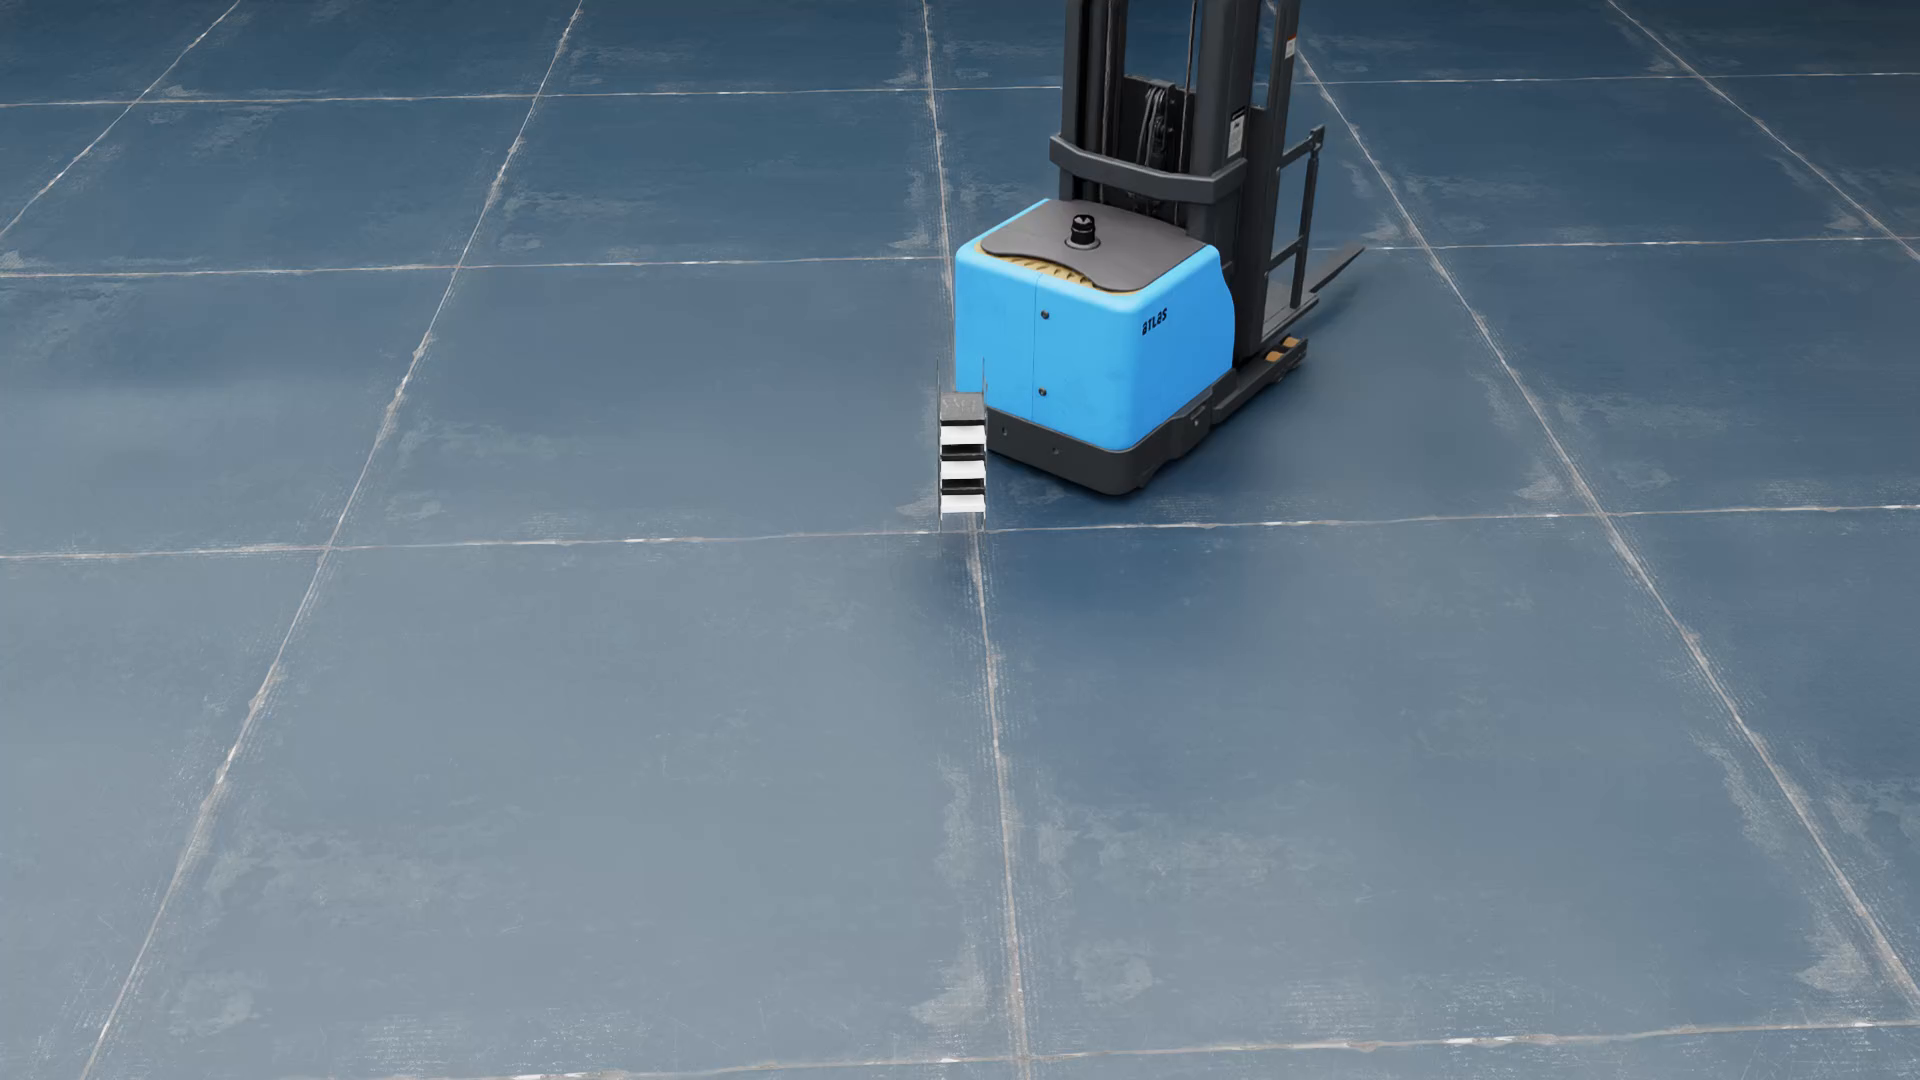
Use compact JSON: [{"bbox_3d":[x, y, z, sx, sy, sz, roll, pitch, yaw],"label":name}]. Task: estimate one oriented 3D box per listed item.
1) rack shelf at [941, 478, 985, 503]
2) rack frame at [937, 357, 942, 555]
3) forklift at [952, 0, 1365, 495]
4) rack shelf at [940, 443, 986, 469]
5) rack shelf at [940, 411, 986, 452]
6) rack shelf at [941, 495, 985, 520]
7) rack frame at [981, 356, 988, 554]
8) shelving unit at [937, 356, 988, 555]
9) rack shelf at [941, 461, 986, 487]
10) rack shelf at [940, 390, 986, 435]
[{"bbox_3d":[0.008,-0.269,7.564,0.200,0.077,0.258,-2,35,-2],"label":"rack shelf"},{"bbox_3d":[-0.093,-0.367,7.490,0.006,0.900,0.240,-2,35,-2],"label":"rack frame"},{"bbox_3d":[1.244,-2.207,8.363,1.130,2.935,3.031,23,41,29],"label":"forklift"},{"bbox_3d":[0.008,-0.417,7.462,0.200,0.077,0.258,-2,35,-2],"label":"rack shelf"},{"bbox_3d":[0.008,-0.491,7.411,0.200,0.077,0.258,-2,35,-2],"label":"rack shelf"},{"bbox_3d":[0.008,-0.195,7.616,0.200,0.077,0.258,-2,35,-2],"label":"rack shelf"},{"bbox_3d":[0.110,-0.373,7.498,0.006,0.900,0.240,-2,35,-2],"label":"rack frame"},{"bbox_3d":[0.008,-0.370,7.494,0.210,0.900,0.258,-2,35,-2],"label":"shelving unit"},{"bbox_3d":[0.008,-0.343,7.513,0.200,0.077,0.258,-2,35,-2],"label":"rack shelf"},{"bbox_3d":[0.008,-0.565,7.360,0.200,0.077,0.258,-2,35,-2],"label":"rack shelf"}]
